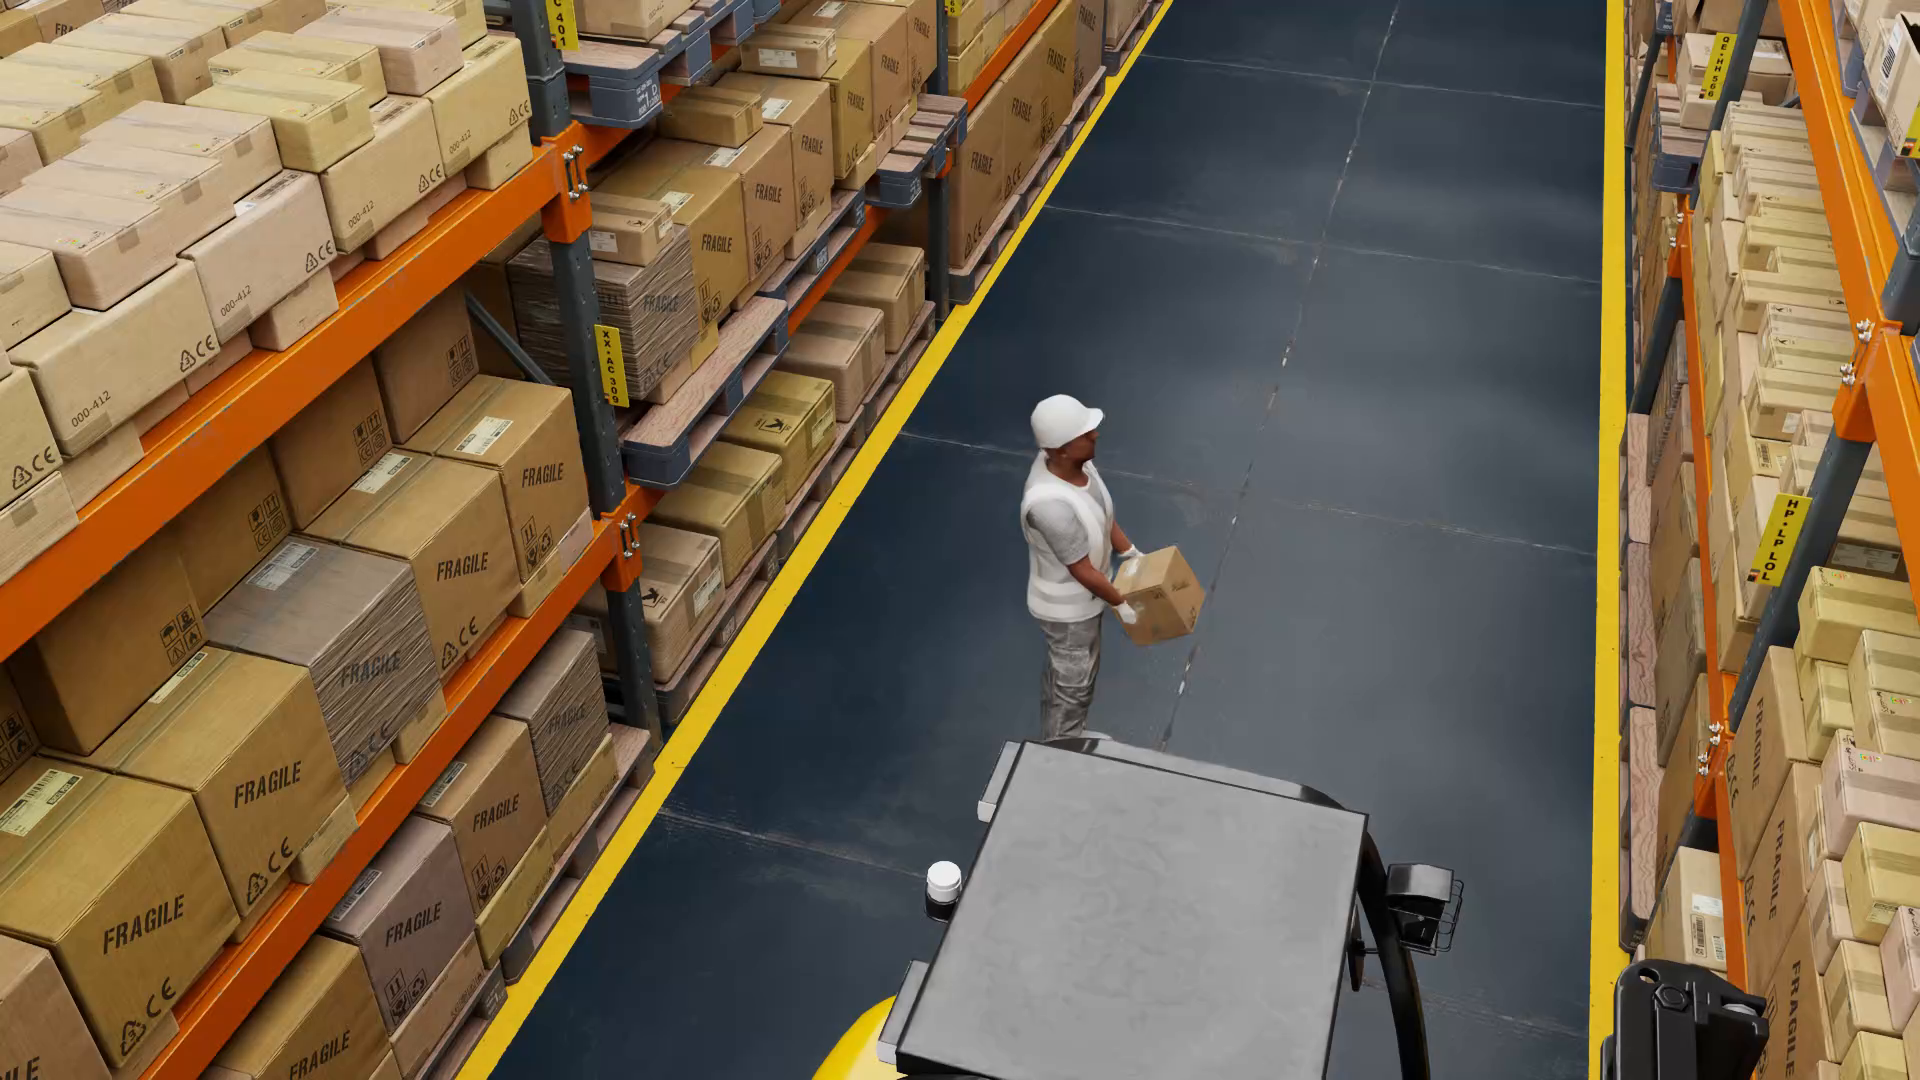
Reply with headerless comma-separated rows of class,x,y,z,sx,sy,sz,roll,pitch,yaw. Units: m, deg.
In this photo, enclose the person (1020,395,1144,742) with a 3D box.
person,0.515,0.227,6.568,0.558,1.788,0.532,6,37,7
